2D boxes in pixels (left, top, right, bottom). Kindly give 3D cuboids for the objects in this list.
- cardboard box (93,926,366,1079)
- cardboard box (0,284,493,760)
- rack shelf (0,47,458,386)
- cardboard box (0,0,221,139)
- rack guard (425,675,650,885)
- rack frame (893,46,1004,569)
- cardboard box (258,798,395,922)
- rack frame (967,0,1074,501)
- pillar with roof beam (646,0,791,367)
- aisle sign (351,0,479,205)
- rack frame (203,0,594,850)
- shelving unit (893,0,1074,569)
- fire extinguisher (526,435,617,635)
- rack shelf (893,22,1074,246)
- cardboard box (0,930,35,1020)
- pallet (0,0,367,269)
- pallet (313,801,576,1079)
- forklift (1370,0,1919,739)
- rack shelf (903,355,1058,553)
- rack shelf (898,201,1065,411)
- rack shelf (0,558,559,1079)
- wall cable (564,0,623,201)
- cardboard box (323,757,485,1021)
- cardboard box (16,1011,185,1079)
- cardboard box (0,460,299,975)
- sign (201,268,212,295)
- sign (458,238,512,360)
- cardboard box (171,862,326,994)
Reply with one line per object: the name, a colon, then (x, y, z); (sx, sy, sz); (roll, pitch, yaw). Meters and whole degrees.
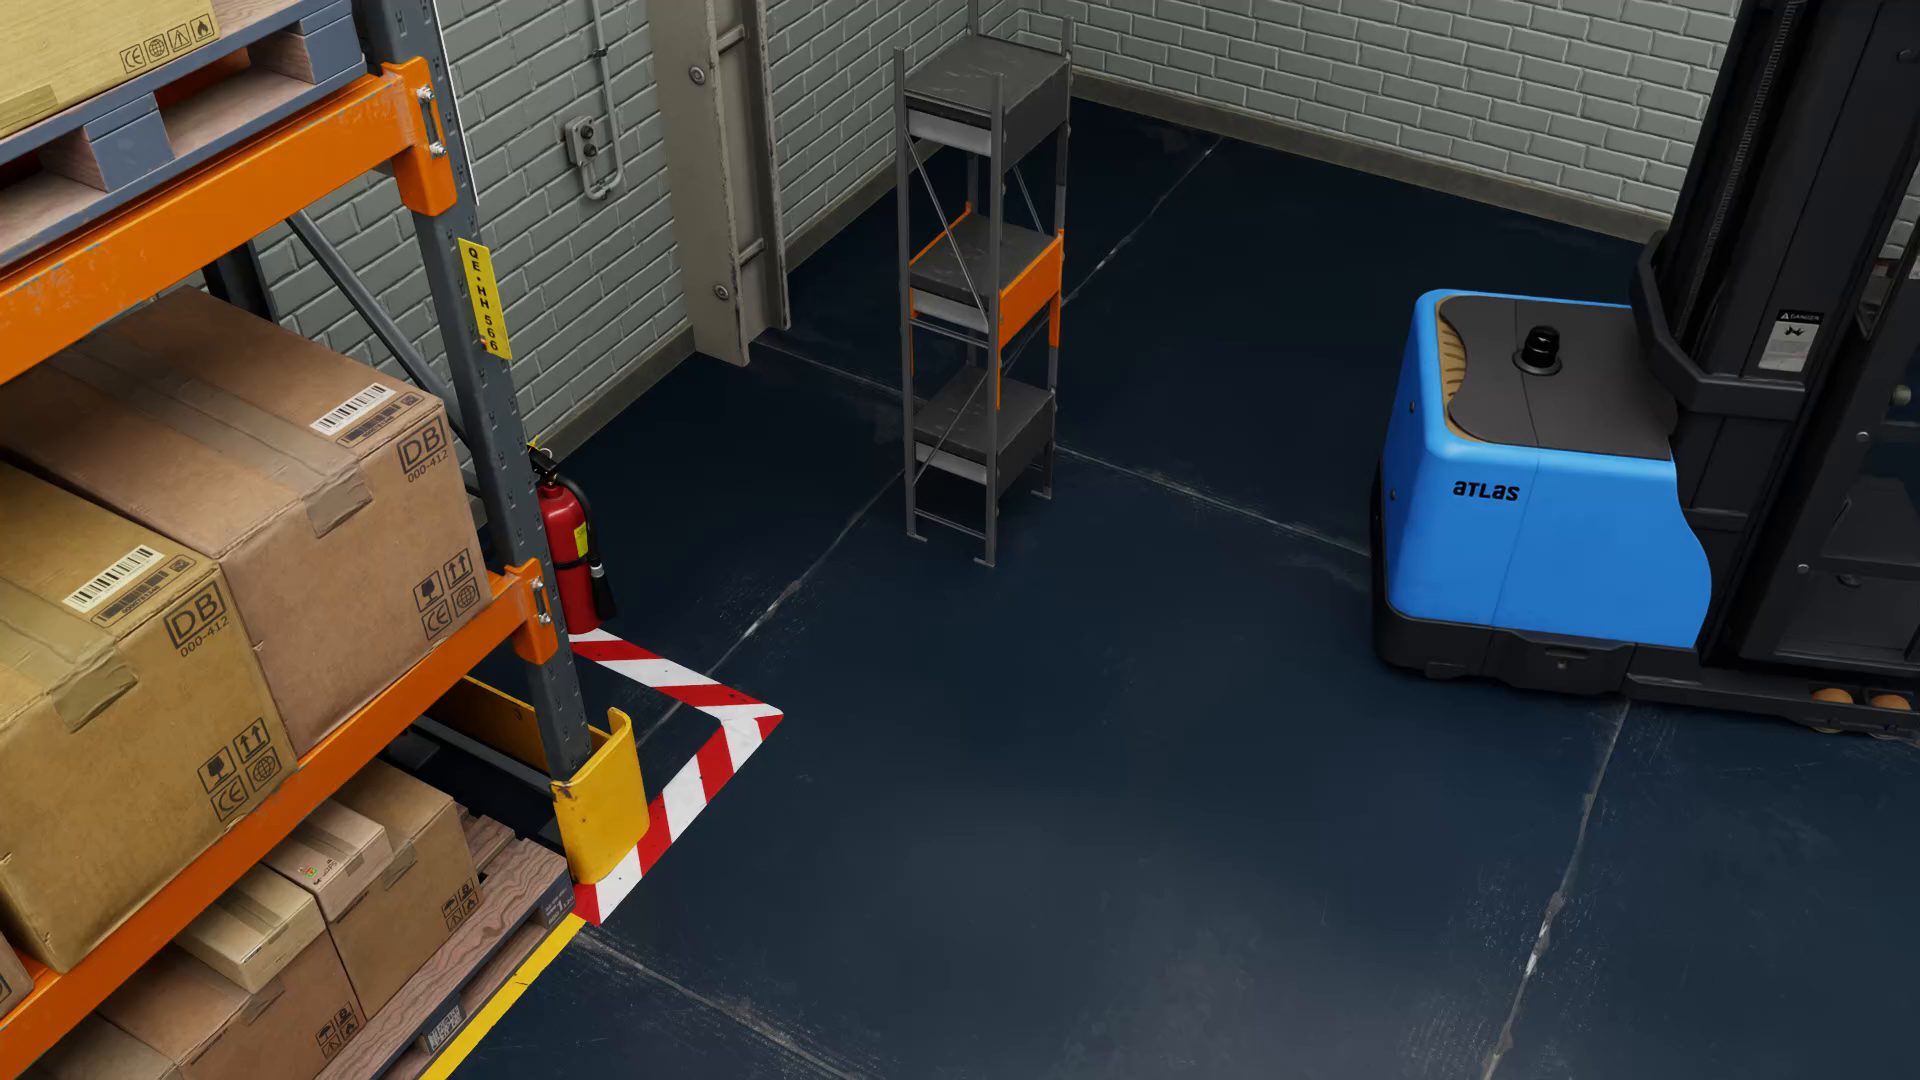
cardboard box: (-2.148, 1.246, 4.639); (0.700, 0.500, 0.500); (21, 45, 22)
cardboard box: (-1.880, -0.072, 4.335); (0.980, 0.700, 0.700); (23, 46, 24)
rack shelf: (-2.634, 0.034, 2.716); (1.077, 0.370, 4.000); (21, 45, 22)
cardboard box: (-1.770, -1.012, 3.080); (0.500, 0.250, 0.500); (22, 46, 23)
rack guard: (-1.621, 0.670, 5.611); (1.175, 0.500, 0.348); (21, 45, 22)
rack frame: (-0.039, -0.743, 6.005); (0.400, 2.100, 0.015); (21, 45, 22)
cardboard box: (-1.804, 0.850, 4.598); (0.380, 0.149, 0.250); (20, 45, 22)
rack frame: (0.205, -1.022, 6.322); (0.400, 2.100, 0.015); (21, 45, 22)
pillar with roof beam: (2.696, -2.913, 3.249); (9.100, 9.000, 0.400); (21, 45, 22)
aisle sign: (-1.338, -1.172, 3.844); (0.394, 0.787, 0.004); (21, 45, 22)
rack frame: (-1.633, -0.254, 4.769); (1.000, 3.000, 0.127); (21, 45, 22)
shelving unit: (0.083, -0.883, 6.164); (0.431, 2.100, 0.503); (21, 45, 22)
fire extinguisher: (-1.158, -0.019, 4.843); (0.296, 0.674, 0.183); (21, 45, 22)
rack shelf: (0.083, -1.398, 5.710); (0.431, 0.518, 0.480); (21, 45, 22)
cardboard box: (-2.624, 0.781, 3.366); (0.980, 0.700, 0.700); (19, 45, 20)
pallet: (-1.996, -0.919, 3.321); (1.003, 0.211, 1.213); (21, 45, 22)
pallet: (-1.966, 1.276, 5.142); (1.003, 0.211, 1.213); (21, 45, 22)
forklift: (3.107, -0.768, 5.404); (3.031, 2.935, 1.130); (6, 42, 7)
rack shelf: (0.083, -0.347, 6.635); (0.431, 0.518, 0.480); (21, 45, 22)
rack shelf: (0.083, -0.872, 6.173); (0.431, 0.518, 0.480); (21, 45, 22)
rack shelf: (-2.634, 1.160, 3.707); (1.077, 0.370, 4.000); (21, 45, 22)
wall cable: (-1.812, -1.681, 5.621); (0.084, 1.984, 1.851); (21, 45, 22)
cardboard box: (-1.897, 0.960, 4.964); (0.700, 0.500, 0.500); (21, 45, 22)
cardboard box: (-2.399, 1.534, 4.312); (0.700, 0.500, 0.500); (19, 45, 21)
cardboard box: (-2.234, 0.348, 3.858); (0.980, 0.700, 0.700); (21, 45, 22)
sign: (-2.111, -0.796, 4.669); (0.100, 0.325, 0.005); (21, 45, 22)
sign: (-1.171, -0.590, 4.095); (0.100, 0.325, 0.005); (21, 45, 22)
cardboard box: (-1.931, 0.997, 4.432); (0.380, 0.149, 0.250); (22, 46, 23)
